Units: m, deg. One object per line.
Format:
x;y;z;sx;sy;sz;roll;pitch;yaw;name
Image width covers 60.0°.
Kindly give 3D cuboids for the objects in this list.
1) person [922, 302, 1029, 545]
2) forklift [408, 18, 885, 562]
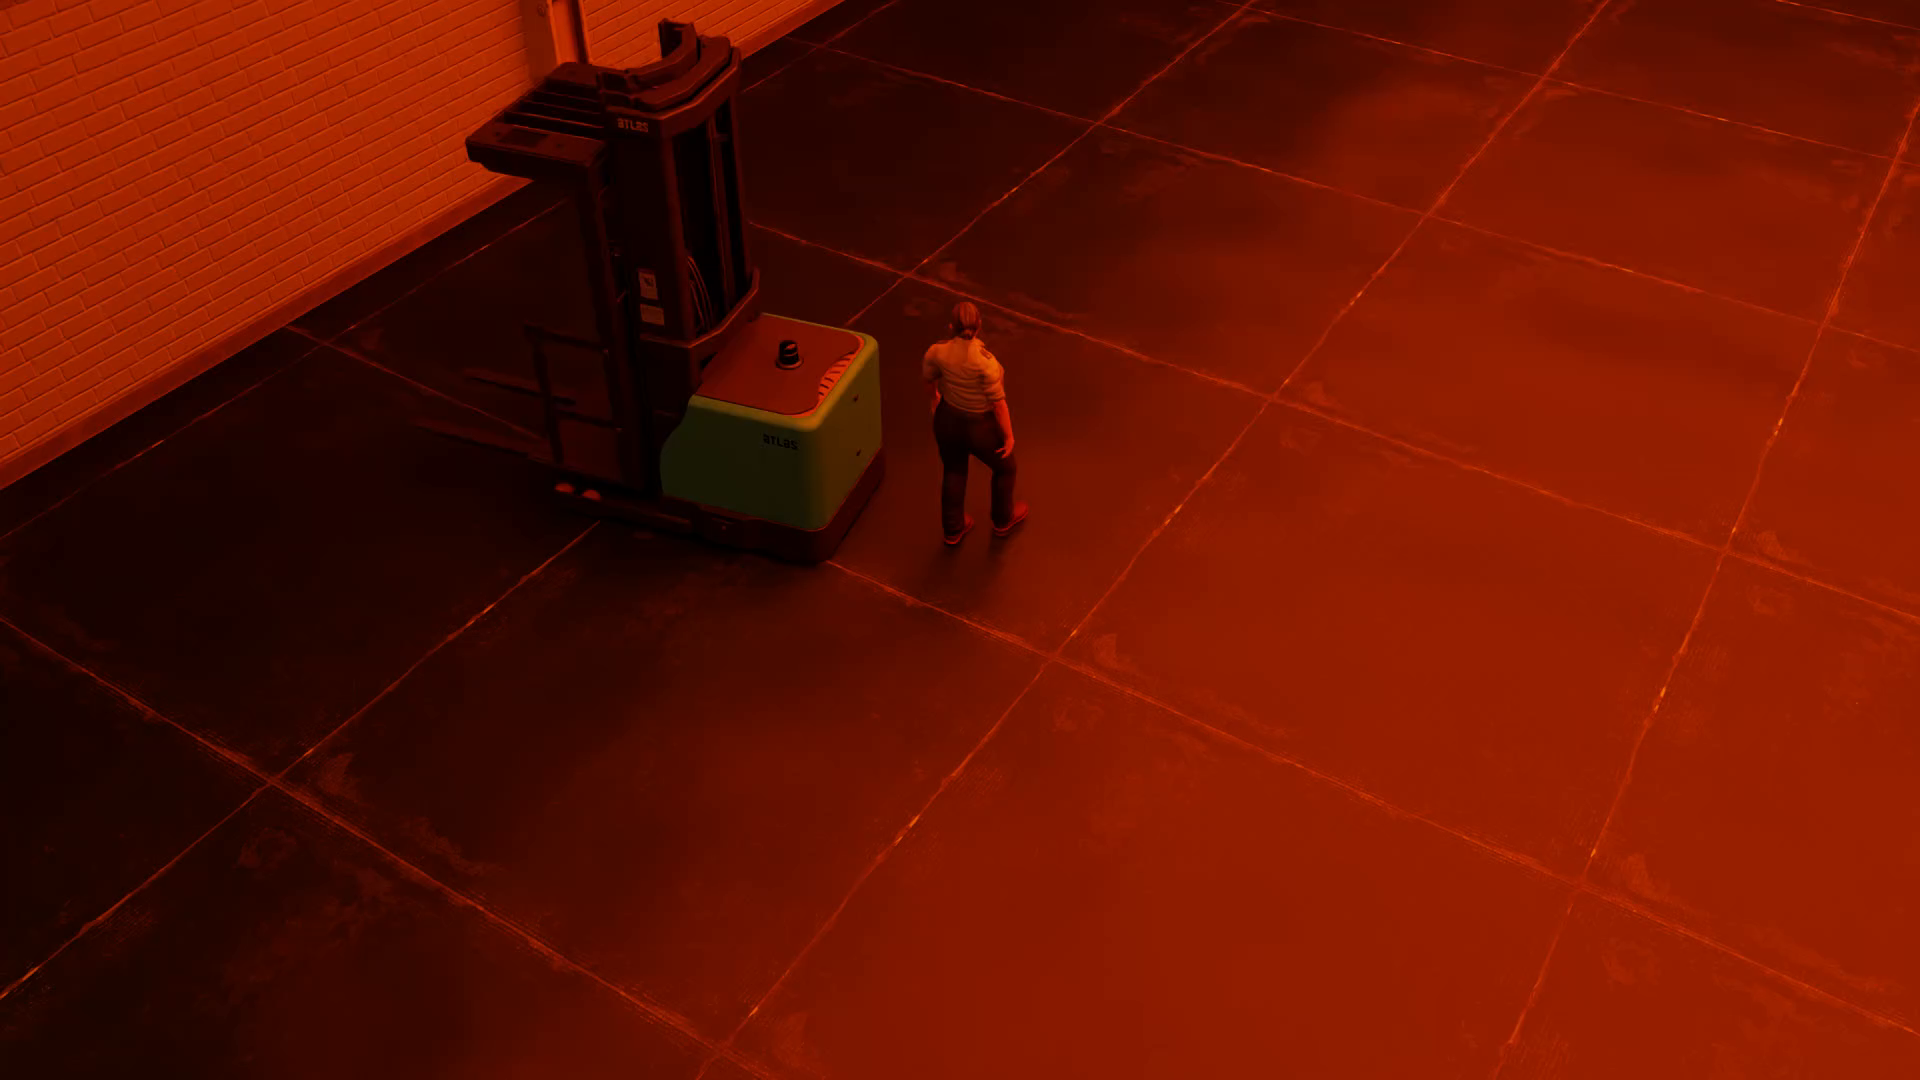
0.084;-0.732;9.838;0.620;1.635;0.546;18;43;20;person
-2.049;-1.573;9.823;3.031;2.935;1.130;13;42;15;forklift
